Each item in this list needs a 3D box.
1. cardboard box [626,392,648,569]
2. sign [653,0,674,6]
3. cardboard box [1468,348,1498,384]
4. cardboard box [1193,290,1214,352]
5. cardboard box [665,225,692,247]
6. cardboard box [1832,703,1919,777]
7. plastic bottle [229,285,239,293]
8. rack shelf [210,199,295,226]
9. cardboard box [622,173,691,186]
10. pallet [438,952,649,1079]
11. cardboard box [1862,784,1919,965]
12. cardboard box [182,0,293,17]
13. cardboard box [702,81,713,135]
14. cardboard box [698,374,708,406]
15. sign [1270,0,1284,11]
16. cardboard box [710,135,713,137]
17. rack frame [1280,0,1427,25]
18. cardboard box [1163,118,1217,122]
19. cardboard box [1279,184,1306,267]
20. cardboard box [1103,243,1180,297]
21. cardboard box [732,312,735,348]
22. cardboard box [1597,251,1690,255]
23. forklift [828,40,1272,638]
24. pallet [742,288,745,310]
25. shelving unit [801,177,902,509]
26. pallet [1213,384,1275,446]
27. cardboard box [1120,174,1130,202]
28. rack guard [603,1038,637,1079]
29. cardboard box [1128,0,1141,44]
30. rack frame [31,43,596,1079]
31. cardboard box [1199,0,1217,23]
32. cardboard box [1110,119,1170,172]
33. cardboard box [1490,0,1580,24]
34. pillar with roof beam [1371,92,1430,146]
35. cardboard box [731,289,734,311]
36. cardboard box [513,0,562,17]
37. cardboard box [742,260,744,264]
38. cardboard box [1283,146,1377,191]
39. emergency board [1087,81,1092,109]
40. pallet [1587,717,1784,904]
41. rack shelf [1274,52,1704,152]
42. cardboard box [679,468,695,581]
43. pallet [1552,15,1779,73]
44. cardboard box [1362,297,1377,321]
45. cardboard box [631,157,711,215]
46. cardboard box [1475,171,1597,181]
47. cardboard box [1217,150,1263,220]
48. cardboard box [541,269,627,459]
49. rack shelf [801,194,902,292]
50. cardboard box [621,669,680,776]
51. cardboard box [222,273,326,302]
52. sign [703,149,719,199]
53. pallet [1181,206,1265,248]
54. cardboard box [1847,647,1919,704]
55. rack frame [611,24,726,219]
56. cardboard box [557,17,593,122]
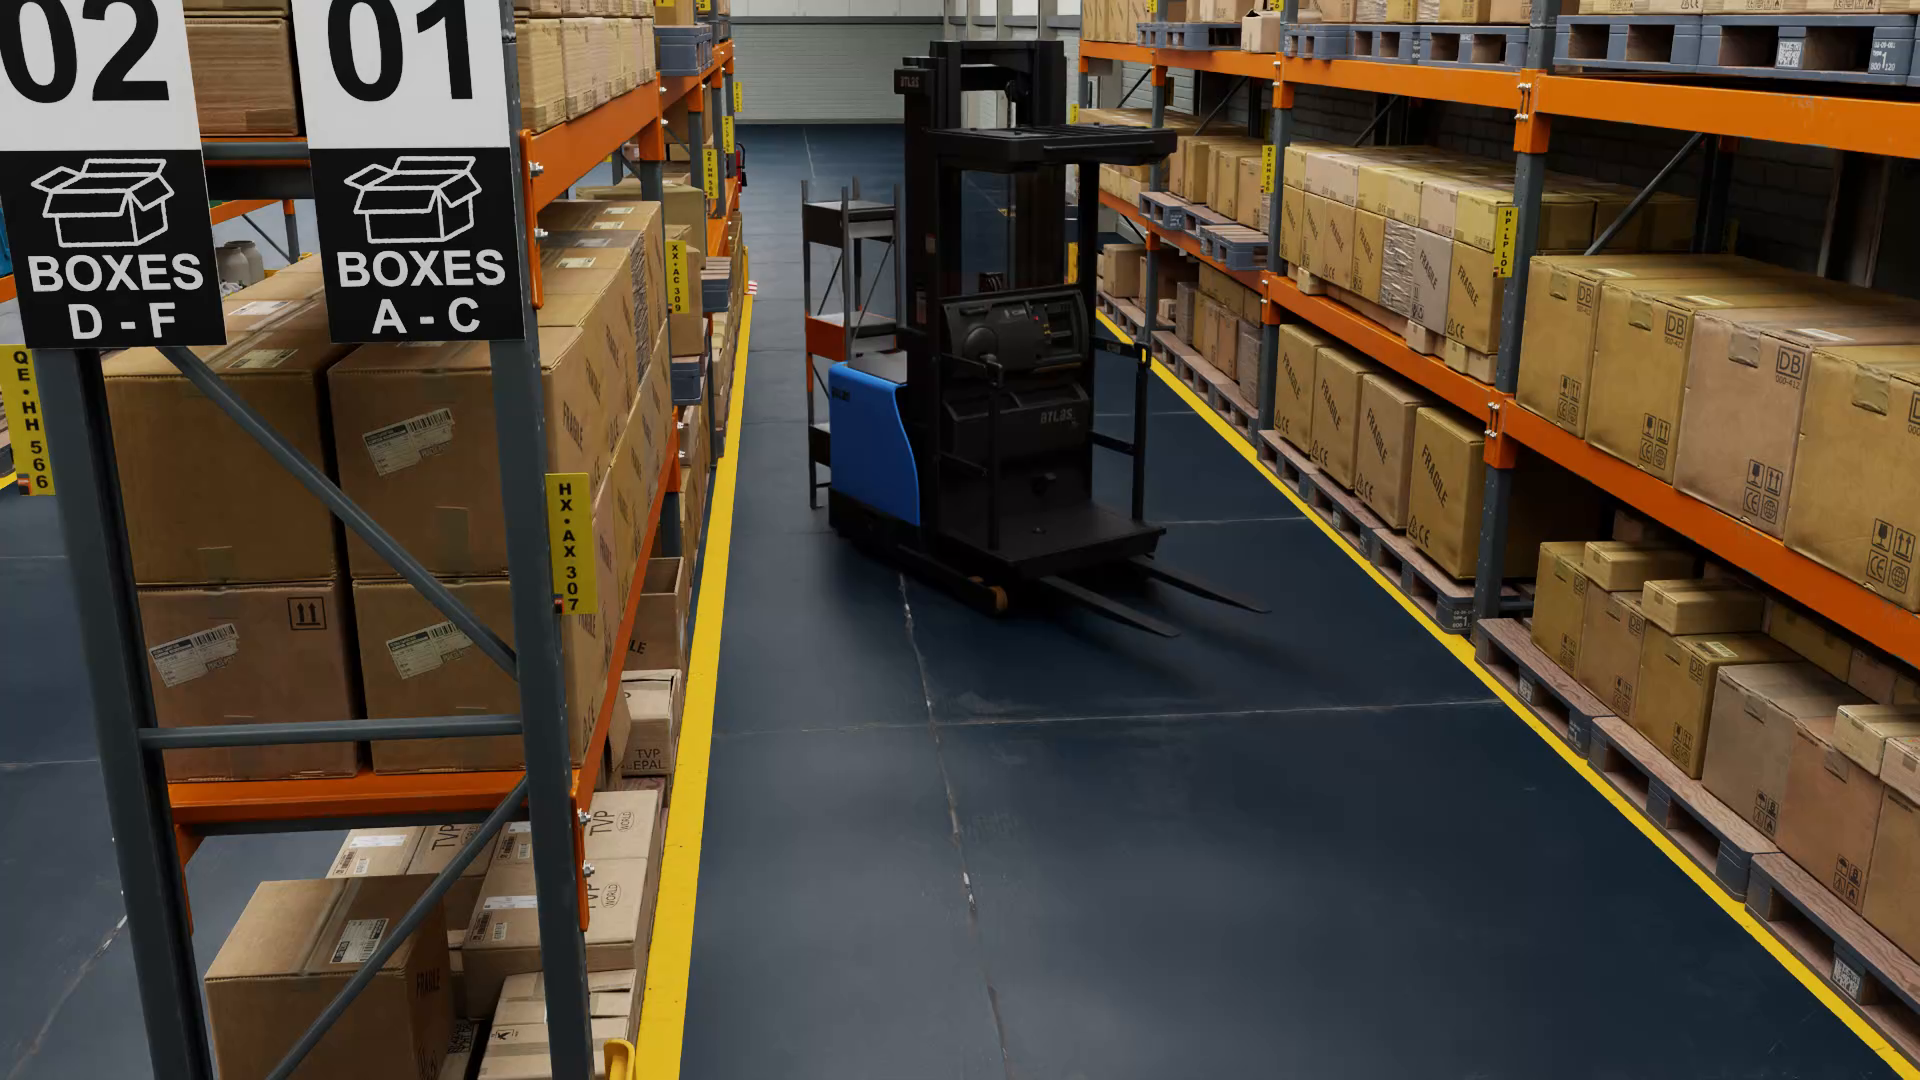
[{"bbox_3d":[-1.345,-0.200,5.639,0.500,0.500,0.500,-2,17,-5],"label":"cardboard box"},{"bbox_3d":[-1.278,-2.448,7.097,0.100,0.325,0.005,-2,18,-6],"label":"sign"},{"bbox_3d":[2.793,-0.887,8.381,0.380,0.149,0.250,-2,18,-5],"label":"cardboard box"},{"bbox_3d":[2.480,-1.935,14.772,0.700,0.500,0.500,-2,18,-7],"label":"cardboard box"},{"bbox_3d":[-1.777,-1.350,8.603,0.700,0.500,0.500,1,17,3],"label":"cardboard box"},{"bbox_3d":[3.129,0.655,5.473,0.380,0.149,0.250,-1,17,-4],"label":"cardboard box"},{"bbox_3d":[-7.344,-2.434,16.735,0.152,0.276,0.135,-2,18,-7],"label":"plastic bottle"},{"bbox_3d":[-7.776,-3.236,16.676,1.077,0.370,4.000,-2,18,-6],"label":"rack shelf"},{"bbox_3d":[-2.525,-2.796,13.909,0.500,0.500,0.500,-1,17,-2],"label":"cardboard box"},{"bbox_3d":[-1.495,1.511,5.013,1.003,0.211,1.213,-2,18,-6],"label":"pallet"},{"bbox_3d":[3.351,1.073,5.224,0.700,0.500,0.500,-2,18,-6],"label":"cardboard box"},{"bbox_3d":[-1.711,-1.303,3.727,0.500,0.250,0.500,-2,18,-6],"label":"cardboard box"},{"bbox_3d":[-2.799,-4.233,16.321,0.700,0.500,0.500,-2,18,-6],"label":"cardboard box"},{"bbox_3d":[-1.890,-1.030,10.637,0.500,0.250,0.500,-1,17,-4],"label":"cardboard box"},{"bbox_3d":[2.157,-3.759,11.271,0.100,0.325,0.005,-2,18,-6],"label":"sign"},{"bbox_3d":[-2.584,-3.882,16.286,0.380,0.149,0.250,-2,18,-7],"label":"cardboard box"},{"bbox_3d":[2.697,-4.960,10.951,1.000,3.000,0.127,-2,18,-6],"label":"rack frame"},{"bbox_3d":[2.348,-4.034,16.984,0.500,0.500,0.500,-1,17,-4],"label":"cardboard box"},{"bbox_3d":[2.493,-2.144,11.301,0.500,0.500,0.500,-1,17,-4],"label":"cardboard box"},{"bbox_3d":[1.939,-2.899,17.843,0.700,0.500,0.500,-3,18,-9],"label":"cardboard box"},{"bbox_3d":[-2.311,-1.909,15.139,0.500,0.250,0.500,-2,18,-6],"label":"cardboard box"},{"bbox_3d":[3.313,-1.250,8.452,0.500,0.500,0.500,-2,18,-8],"label":"cardboard box"},{"bbox_3d":[0.437,-1.154,8.959,1.130,2.935,3.031,-12,21,-32],"label":"forklift"},{"bbox_3d":[-2.934,-2.770,18.647,1.003,0.211,1.213,-2,18,-6],"label":"pallet"},{"bbox_3d":[-0.666,-1.177,10.422,0.431,2.100,0.503,-12,21,-32],"label":"shelving unit"},{"bbox_3d":[2.618,-1.000,13.009,1.003,0.211,1.213,-2,18,-6],"label":"pallet"},{"bbox_3d":[1.891,-3.507,16.558,0.500,0.250,0.500,-2,18,-5],"label":"cardboard box"},{"bbox_3d":[-1.412,1.610,4.213,1.175,0.500,0.348,-2,18,-6],"label":"rack guard"},{"bbox_3d":[1.947,-5.071,16.114,0.500,0.500,0.500,-3,18,-10],"label":"cardboard box"},{"bbox_3d":[-1.404,0.440,3.767,1.000,3.000,0.127,-2,18,-6],"label":"rack frame"},{"bbox_3d":[2.325,-4.529,14.036,0.500,0.311,0.500,-1,17,-4],"label":"cardboard box"},{"bbox_3d":[1.830,-4.015,16.923,0.500,0.500,0.500,-2,18,-7],"label":"cardboard box"},{"bbox_3d":[3.128,-2.860,8.369,0.700,0.500,0.500,-3,18,-9],"label":"cardboard box"},{"bbox_3d":[-0.858,-5.241,11.846,9.100,9.000,0.400,-2,18,-6],"label":"pillar with roof beam"},{"bbox_3d":[-2.315,-2.179,15.063,0.500,0.311,0.500,-2,18,-6],"label":"cardboard box"},{"bbox_3d":[-1.199,-1.319,3.778,0.500,0.250,0.500,-2,18,-6],"label":"cardboard box"},{"bbox_3d":[-2.706,-3.064,18.820,0.500,0.250,0.500,-2,18,-6],"label":"cardboard box"},{"bbox_3d":[2.491,-2.502,11.191,0.500,0.250,0.500,-1,17,-4],"label":"cardboard box"},{"bbox_3d":[1.969,-6.824,26.905,0.194,1.169,0.643,-2,18,-6],"label":"emergency board"},{"bbox_3d":[3.239,1.018,6.582,1.003,0.211,1.213,-2,18,-6],"label":"pallet"},{"bbox_3d":[2.904,-2.589,9.610,1.077,0.370,4.000,-2,18,-6],"label":"rack shelf"},{"bbox_3d":[-1.691,-0.079,8.859,0.500,0.500,0.500,-2,17,-5],"label":"cardboard box"},{"bbox_3d":[3.184,-2.050,6.840,1.003,0.211,1.213,-2,18,-6],"label":"pallet"},{"bbox_3d":[2.670,-1.425,10.094,0.380,0.149,0.250,-2,18,-5],"label":"cardboard box"},{"bbox_3d":[-2.694,-3.315,15.560,0.700,0.500,0.500,-2,18,-7],"label":"cardboard box"},{"bbox_3d":[3.204,-1.912,9.312,0.500,0.250,0.500,-2,18,-7],"label":"cardboard box"},{"bbox_3d":[2.488,-2.865,13.394,0.700,0.500,0.500,-2,18,-6],"label":"cardboard box"},{"bbox_3d":[-1.296,-0.529,5.020,0.500,0.500,0.500,-2,17,-5],"label":"cardboard box"},{"bbox_3d":[-0.666,-1.832,10.216,0.431,0.518,0.480,-12,21,-32],"label":"rack shelf"},{"bbox_3d":[-1.399,0.706,6.675,0.500,0.311,0.500,-2,18,-6],"label":"cardboard box"},{"bbox_3d":[-1.835,-0.513,4.968,0.500,0.500,0.500,-1,17,-4],"label":"cardboard box"},{"bbox_3d":[-1.691,-2.477,11.259,0.100,0.325,0.005,-2,18,-6],"label":"sign"},{"bbox_3d":[2.452,-2.594,13.753,1.003,0.211,1.213,-2,18,-6],"label":"pallet"},{"bbox_3d":[3.457,0.493,5.987,0.380,0.149,0.250,-2,17,-5],"label":"cardboard box"},{"bbox_3d":[-2.642,-3.135,15.155,1.000,3.000,0.127,-2,18,-6],"label":"rack frame"},{"bbox_3d":[-1.243,-1.230,4.328,0.500,0.250,0.500,-2,18,-6],"label":"cardboard box"}]
